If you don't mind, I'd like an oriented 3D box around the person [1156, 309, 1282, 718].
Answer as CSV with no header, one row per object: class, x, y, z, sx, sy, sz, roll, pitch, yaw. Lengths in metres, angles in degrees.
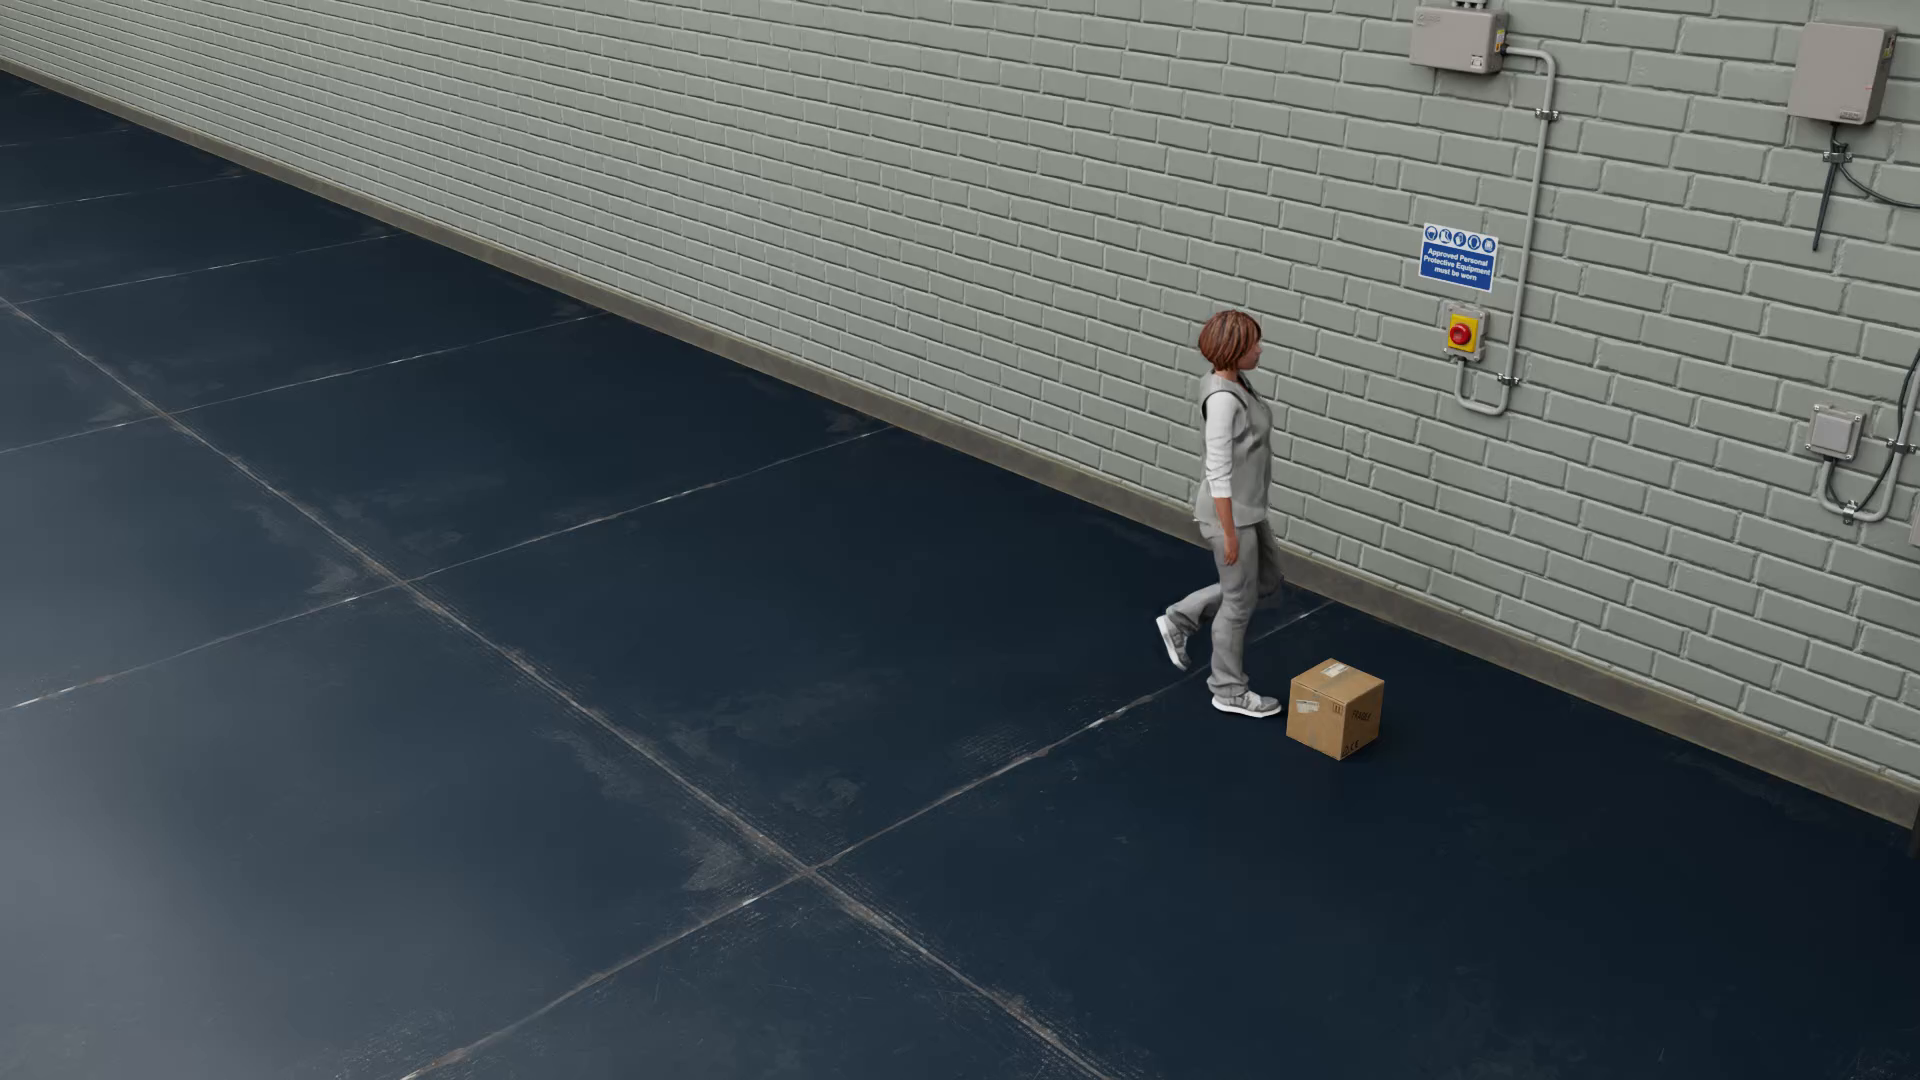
person,1.022,-0.094,6.305,0.518,1.600,0.437,5,25,11
